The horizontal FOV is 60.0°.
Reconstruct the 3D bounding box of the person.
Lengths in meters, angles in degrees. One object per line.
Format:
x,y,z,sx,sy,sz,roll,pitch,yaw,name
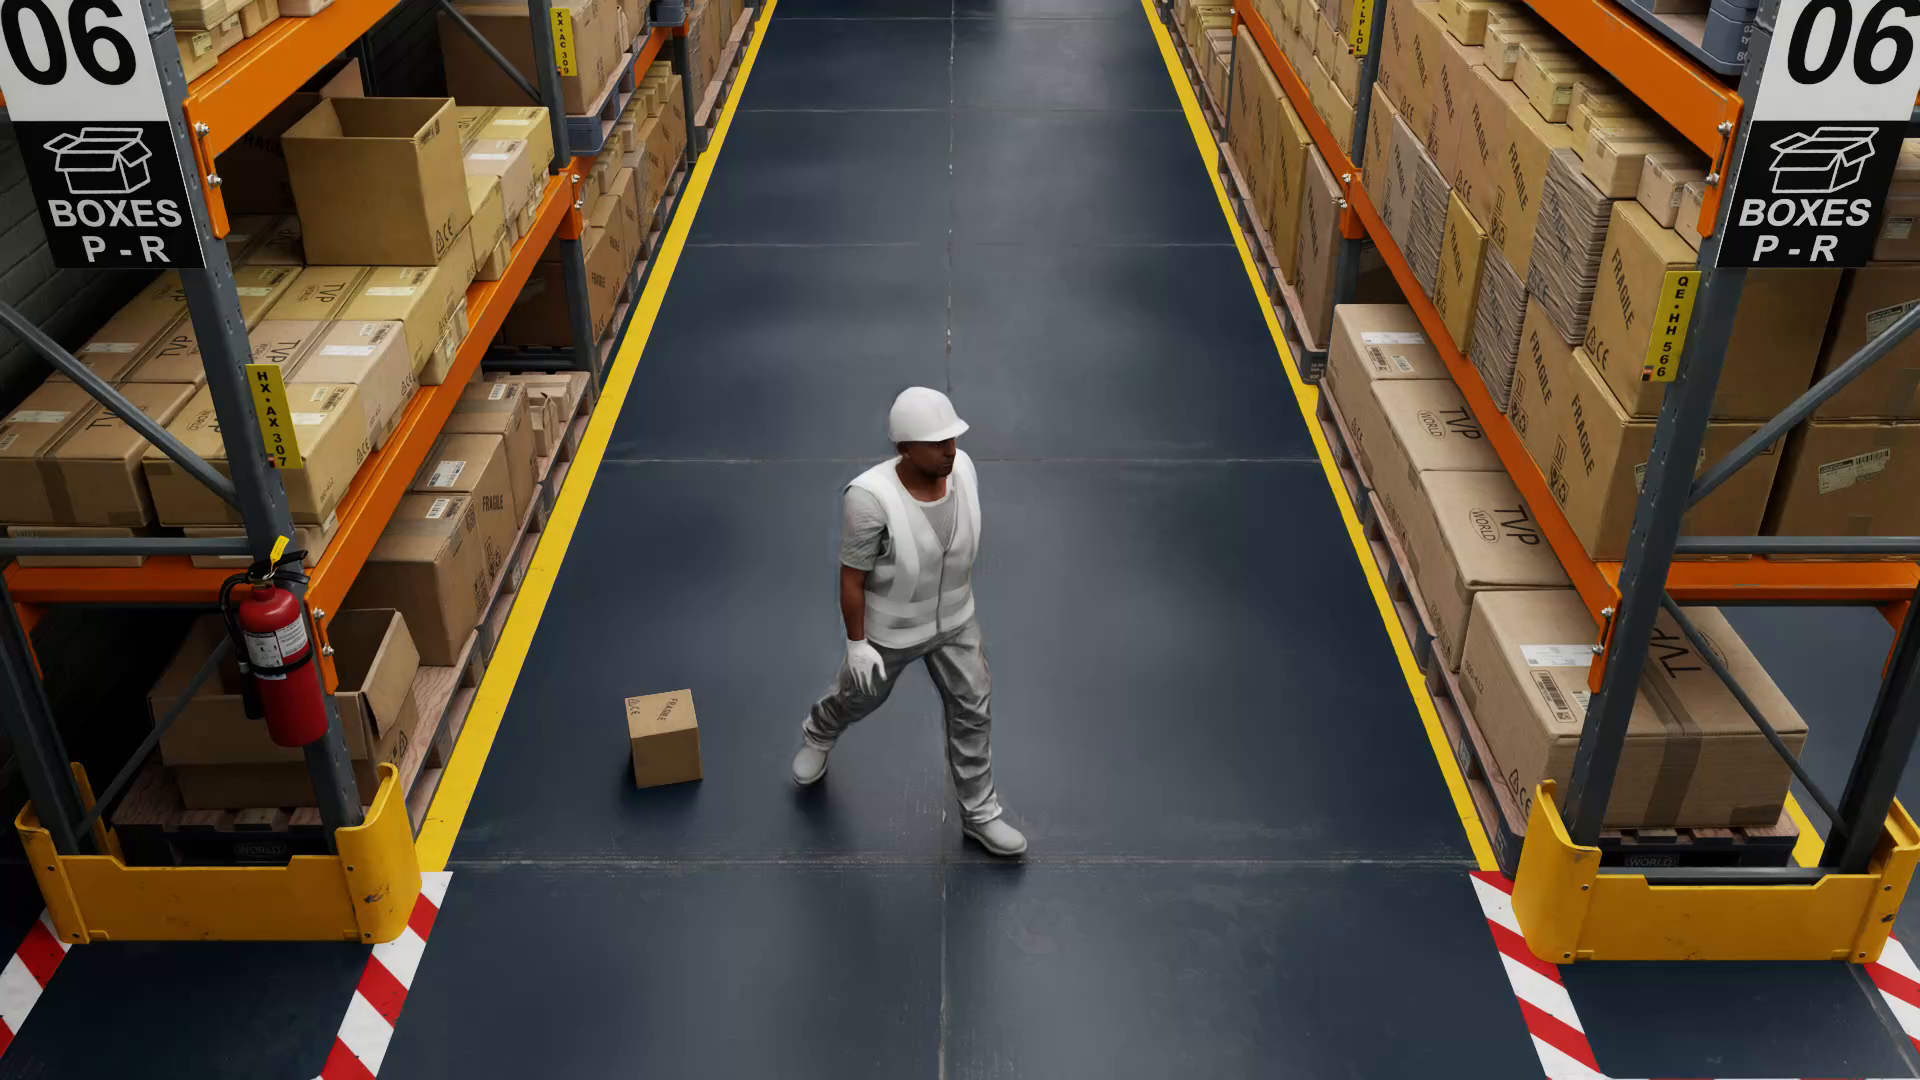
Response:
-0.205,0.258,5.694,0.597,1.767,0.954,-19,36,-28,person
